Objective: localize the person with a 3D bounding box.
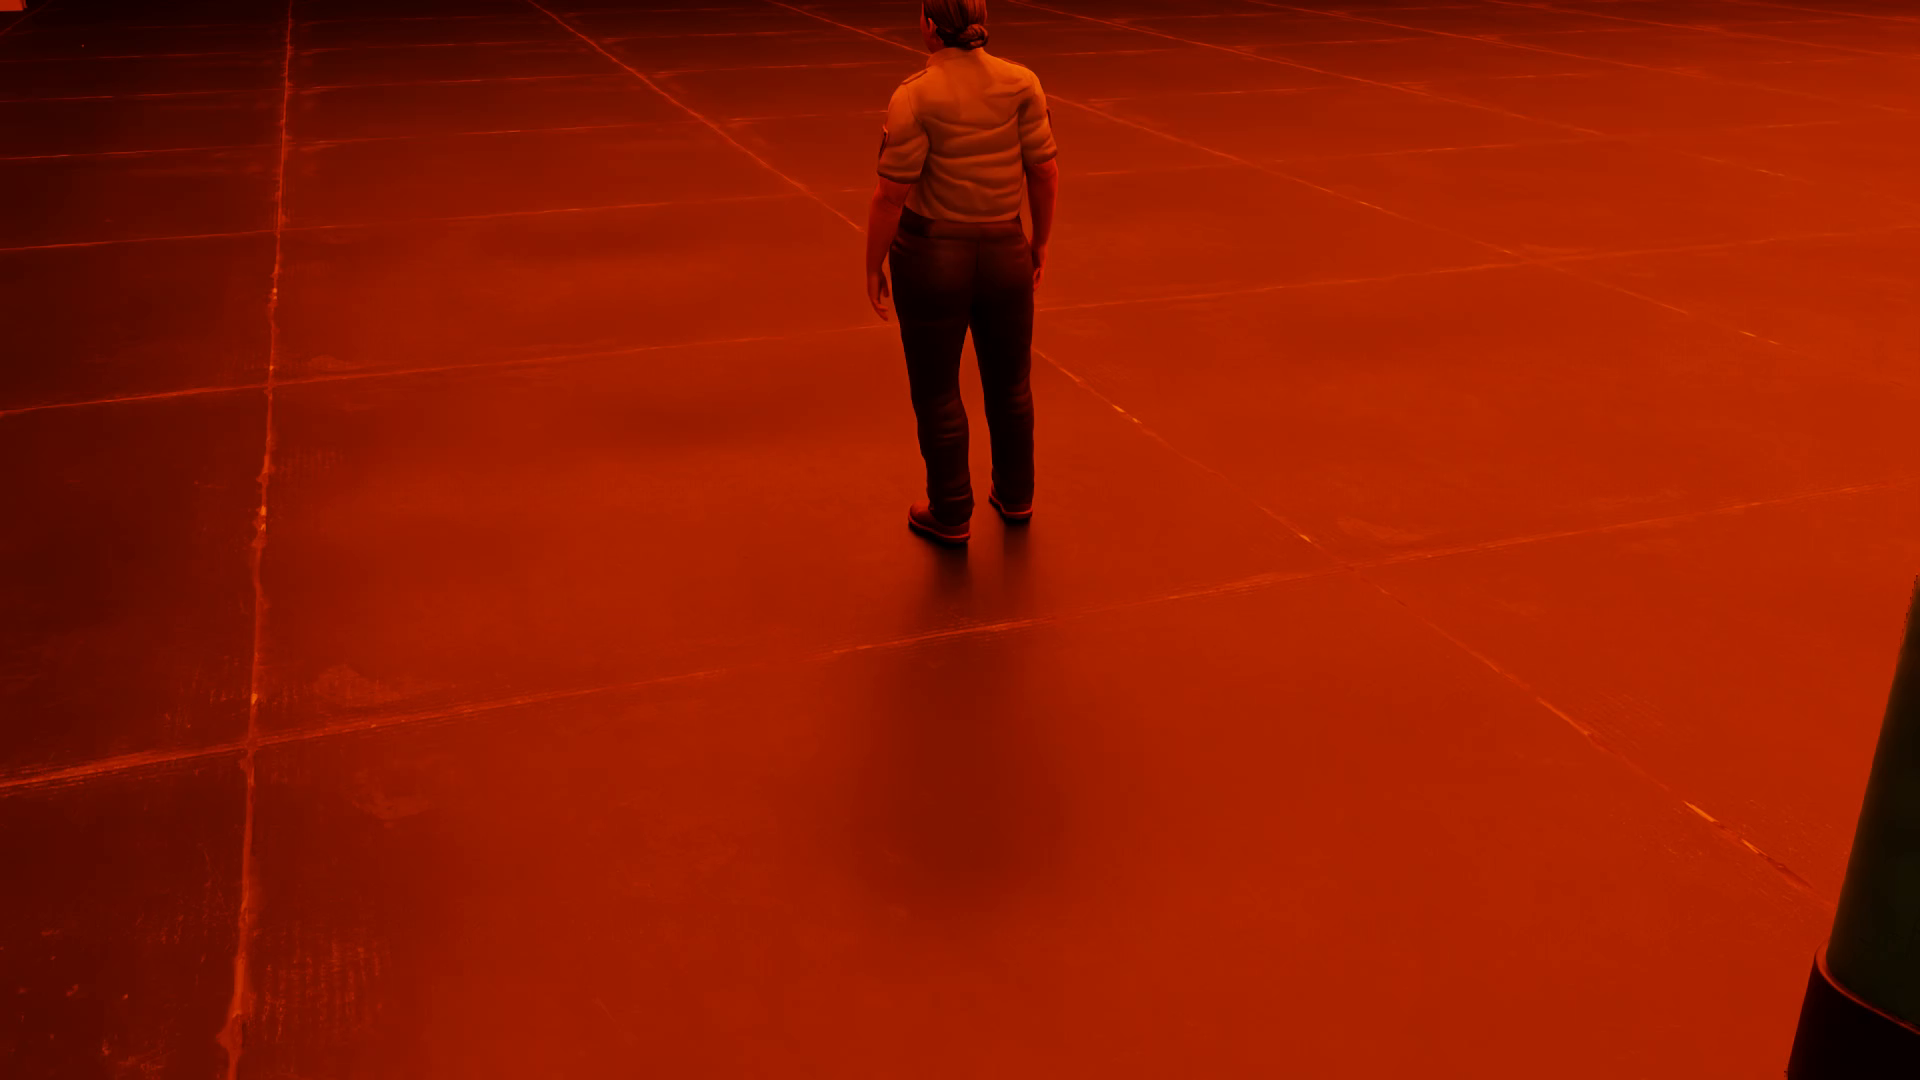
[{"bbox_3d":[-0.009,-0.802,4.843,0.598,1.651,0.502,-8,24,-18],"label":"person"}]
